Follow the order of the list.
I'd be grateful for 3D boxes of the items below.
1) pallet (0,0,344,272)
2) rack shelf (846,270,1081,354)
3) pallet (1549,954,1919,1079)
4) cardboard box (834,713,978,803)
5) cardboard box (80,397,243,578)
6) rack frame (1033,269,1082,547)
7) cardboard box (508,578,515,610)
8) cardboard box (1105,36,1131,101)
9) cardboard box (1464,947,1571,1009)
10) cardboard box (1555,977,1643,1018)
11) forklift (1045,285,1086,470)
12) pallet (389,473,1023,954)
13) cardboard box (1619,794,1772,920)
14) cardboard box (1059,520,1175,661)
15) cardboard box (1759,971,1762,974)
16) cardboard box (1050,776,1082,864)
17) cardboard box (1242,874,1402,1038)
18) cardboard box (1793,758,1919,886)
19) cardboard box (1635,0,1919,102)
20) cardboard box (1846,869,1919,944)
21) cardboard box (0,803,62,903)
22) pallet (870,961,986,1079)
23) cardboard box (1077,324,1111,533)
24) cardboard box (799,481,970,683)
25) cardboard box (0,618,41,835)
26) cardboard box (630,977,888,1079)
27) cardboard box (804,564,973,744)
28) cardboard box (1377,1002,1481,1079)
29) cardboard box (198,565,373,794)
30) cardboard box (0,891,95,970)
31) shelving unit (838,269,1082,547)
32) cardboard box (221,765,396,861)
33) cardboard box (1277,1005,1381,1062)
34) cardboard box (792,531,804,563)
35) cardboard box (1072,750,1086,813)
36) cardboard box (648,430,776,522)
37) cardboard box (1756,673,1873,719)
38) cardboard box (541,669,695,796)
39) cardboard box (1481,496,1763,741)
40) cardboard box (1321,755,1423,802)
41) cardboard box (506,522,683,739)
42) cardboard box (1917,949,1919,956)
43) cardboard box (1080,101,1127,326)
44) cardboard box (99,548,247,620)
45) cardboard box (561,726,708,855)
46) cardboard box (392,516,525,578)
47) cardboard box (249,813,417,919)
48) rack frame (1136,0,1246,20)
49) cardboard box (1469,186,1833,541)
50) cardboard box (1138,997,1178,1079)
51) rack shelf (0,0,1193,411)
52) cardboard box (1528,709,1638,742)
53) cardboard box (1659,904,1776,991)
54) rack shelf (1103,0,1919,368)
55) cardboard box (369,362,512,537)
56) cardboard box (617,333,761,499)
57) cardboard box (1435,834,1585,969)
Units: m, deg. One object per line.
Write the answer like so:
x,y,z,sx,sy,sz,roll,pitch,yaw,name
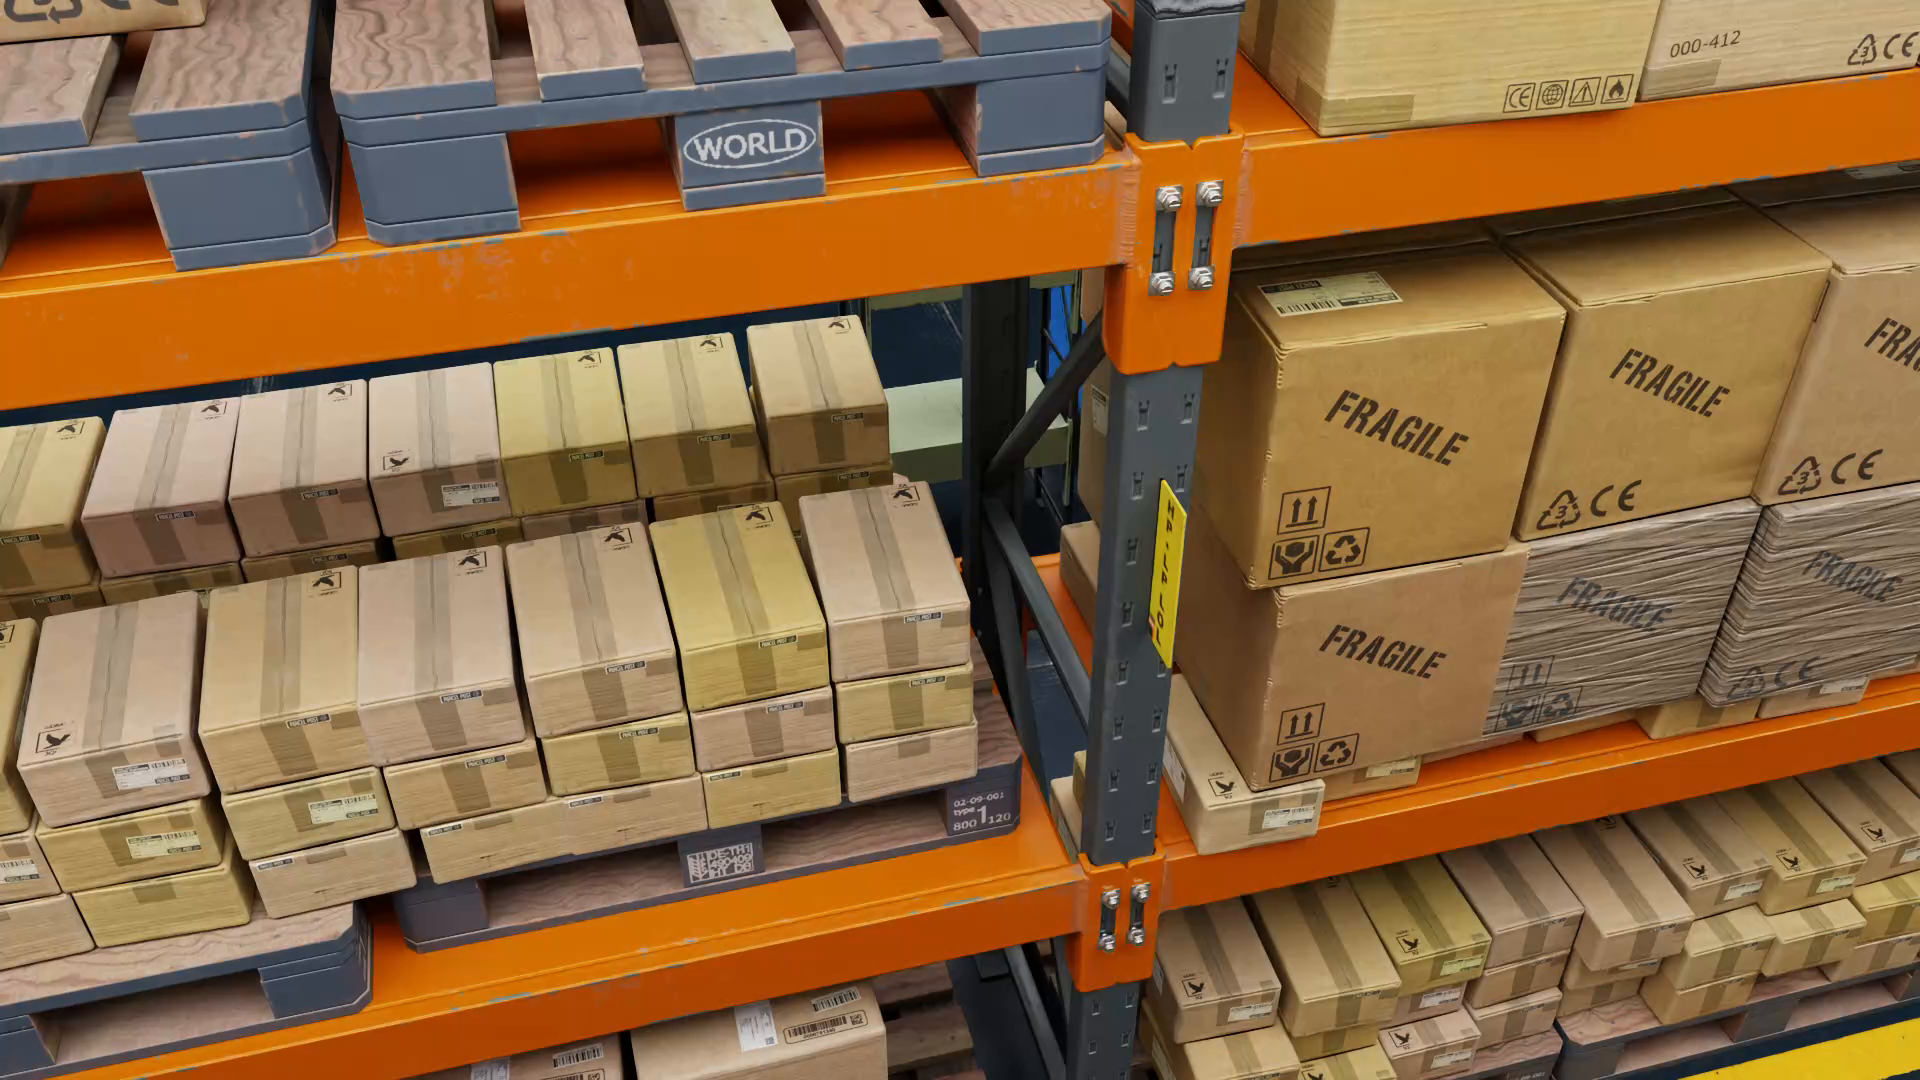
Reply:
-1.431,-0.721,2.409,1.003,0.211,1.213,-9,38,-12,pallet
-0.006,-0.905,5.556,0.720,0.370,0.431,-9,38,-12,rack shelf
2.012,0.980,4.795,1.213,0.211,1.003,-9,38,-12,pallet
-0.139,0.307,3.241,0.250,0.149,0.380,-10,39,-13,cardboard box
-1.555,-0.110,3.297,0.250,0.149,0.380,-8,38,-10,cardboard box
0.347,-0.653,5.869,0.023,1.500,0.400,-9,38,-12,rack frame
-1.058,0.044,3.584,0.250,0.149,0.380,-9,38,-11,cardboard box
0.524,-2.254,8.130,0.875,0.875,0.875,-9,38,-12,cardboard box
1.335,0.979,4.257,0.250,0.149,0.380,-11,39,-14,cardboard box
1.594,1.046,4.414,0.250,0.149,0.380,-11,39,-14,cardboard box
1.890,-1.690,6.047,3.031,2.935,1.130,-16,40,-20,forklift
-0.583,0.307,3.538,1.213,0.211,1.003,-9,38,-12,pallet
1.847,0.775,4.280,0.250,0.149,0.380,-11,39,-14,cardboard box
0.408,0.112,3.841,0.250,0.149,0.380,-10,38,-12,cardboard box
2.104,0.975,4.507,0.250,0.149,0.380,-8,38,-11,cardboard box
0.414,0.806,4.484,0.250,0.149,0.380,-9,38,-11,cardboard box
0.861,0.982,4.008,0.250,0.149,0.380,-8,38,-10,cardboard box
2.340,0.700,4.377,0.250,0.149,0.380,-11,39,-13,cardboard box
1.190,-0.940,2.665,0.500,0.250,0.500,-10,39,-13,cardboard box
2.369,0.862,4.410,0.250,0.149,0.380,-7,38,-10,cardboard box
-1.647,0.435,2.829,0.250,0.149,0.380,-8,38,-10,cardboard box
-0.558,1.427,4.211,1.213,0.211,1.003,-9,38,-12,pallet
0.586,-0.205,3.723,0.500,0.500,0.500,-9,38,-12,cardboard box
-0.144,0.070,3.062,0.250,0.149,0.380,-8,38,-10,cardboard box
-1.662,0.319,2.735,0.250,0.149,0.380,-10,39,-13,cardboard box
-0.460,0.989,3.582,0.500,0.250,0.500,-10,39,-13,cardboard box
-0.140,0.189,3.151,0.250,0.149,0.380,-8,38,-11,cardboard box
1.112,1.179,4.241,0.250,0.149,0.380,-9,38,-12,cardboard box
-1.144,0.231,2.851,0.250,0.149,0.380,-11,39,-13,cardboard box
-1.653,0.557,2.914,0.250,0.149,0.380,-11,39,-13,cardboard box
-0.006,-0.595,5.793,0.755,1.500,0.431,-9,38,-12,shelving unit
-1.148,0.355,2.934,0.250,0.149,0.380,-11,39,-14,cardboard box
0.847,1.080,4.126,0.250,0.149,0.380,-9,38,-12,cardboard box
-0.307,-0.080,3.746,0.250,0.149,0.380,-11,39,-14,cardboard box
0.469,0.715,4.358,0.250,0.149,0.380,-8,38,-11,cardboard box
-0.557,-0.155,3.601,0.250,0.149,0.380,-10,39,-13,cardboard box
1.810,0.205,3.721,0.250,0.149,0.380,-8,38,-10,cardboard box
-0.634,0.269,3.046,0.250,0.149,0.380,-8,38,-10,cardboard box
1.213,0.024,3.423,0.500,0.500,0.500,-9,38,-12,cardboard box
0.782,0.357,3.521,0.250,0.149,0.380,-8,38,-11,cardboard box
-0.653,0.152,2.953,0.250,0.149,0.380,-11,39,-13,cardboard box
2.637,0.948,4.543,0.250,0.149,0.380,-11,39,-14,cardboard box
0.576,-0.593,3.407,0.500,0.500,0.500,-11,39,-14,cardboard box
-1.573,0.013,3.380,0.250,0.149,0.380,-10,39,-13,cardboard box
-0.630,0.387,3.137,0.250,0.149,0.380,-9,38,-12,cardboard box
-1.057,-0.073,3.493,0.250,0.149,0.380,-11,39,-14,cardboard box
-1.140,0.474,3.023,0.250,0.149,0.380,-11,39,-14,cardboard box
0.193,-2.188,1.704,0.127,3.000,1.000,-9,38,-12,rack frame
1.189,-0.380,3.128,0.500,0.500,0.500,-10,39,-13,cardboard box
0.628,1.291,4.094,0.250,0.149,0.380,-11,39,-14,cardboard box
-1.738,-0.394,2.420,4.000,0.370,1.077,-9,38,-12,rack shelf
1.289,0.245,3.668,0.250,0.149,0.380,-11,39,-14,cardboard box
1.866,0.946,4.300,0.250,0.149,0.380,-10,38,-12,cardboard box
2.124,-1.028,3.248,4.000,0.370,1.077,-9,38,-12,rack shelf
-1.065,-0.191,3.402,0.250,0.149,0.380,-10,38,-13,cardboard box
-0.575,-0.268,3.503,0.250,0.149,0.380,-8,38,-11,cardboard box
1.338,0.859,4.170,0.250,0.149,0.380,-10,39,-13,cardboard box
